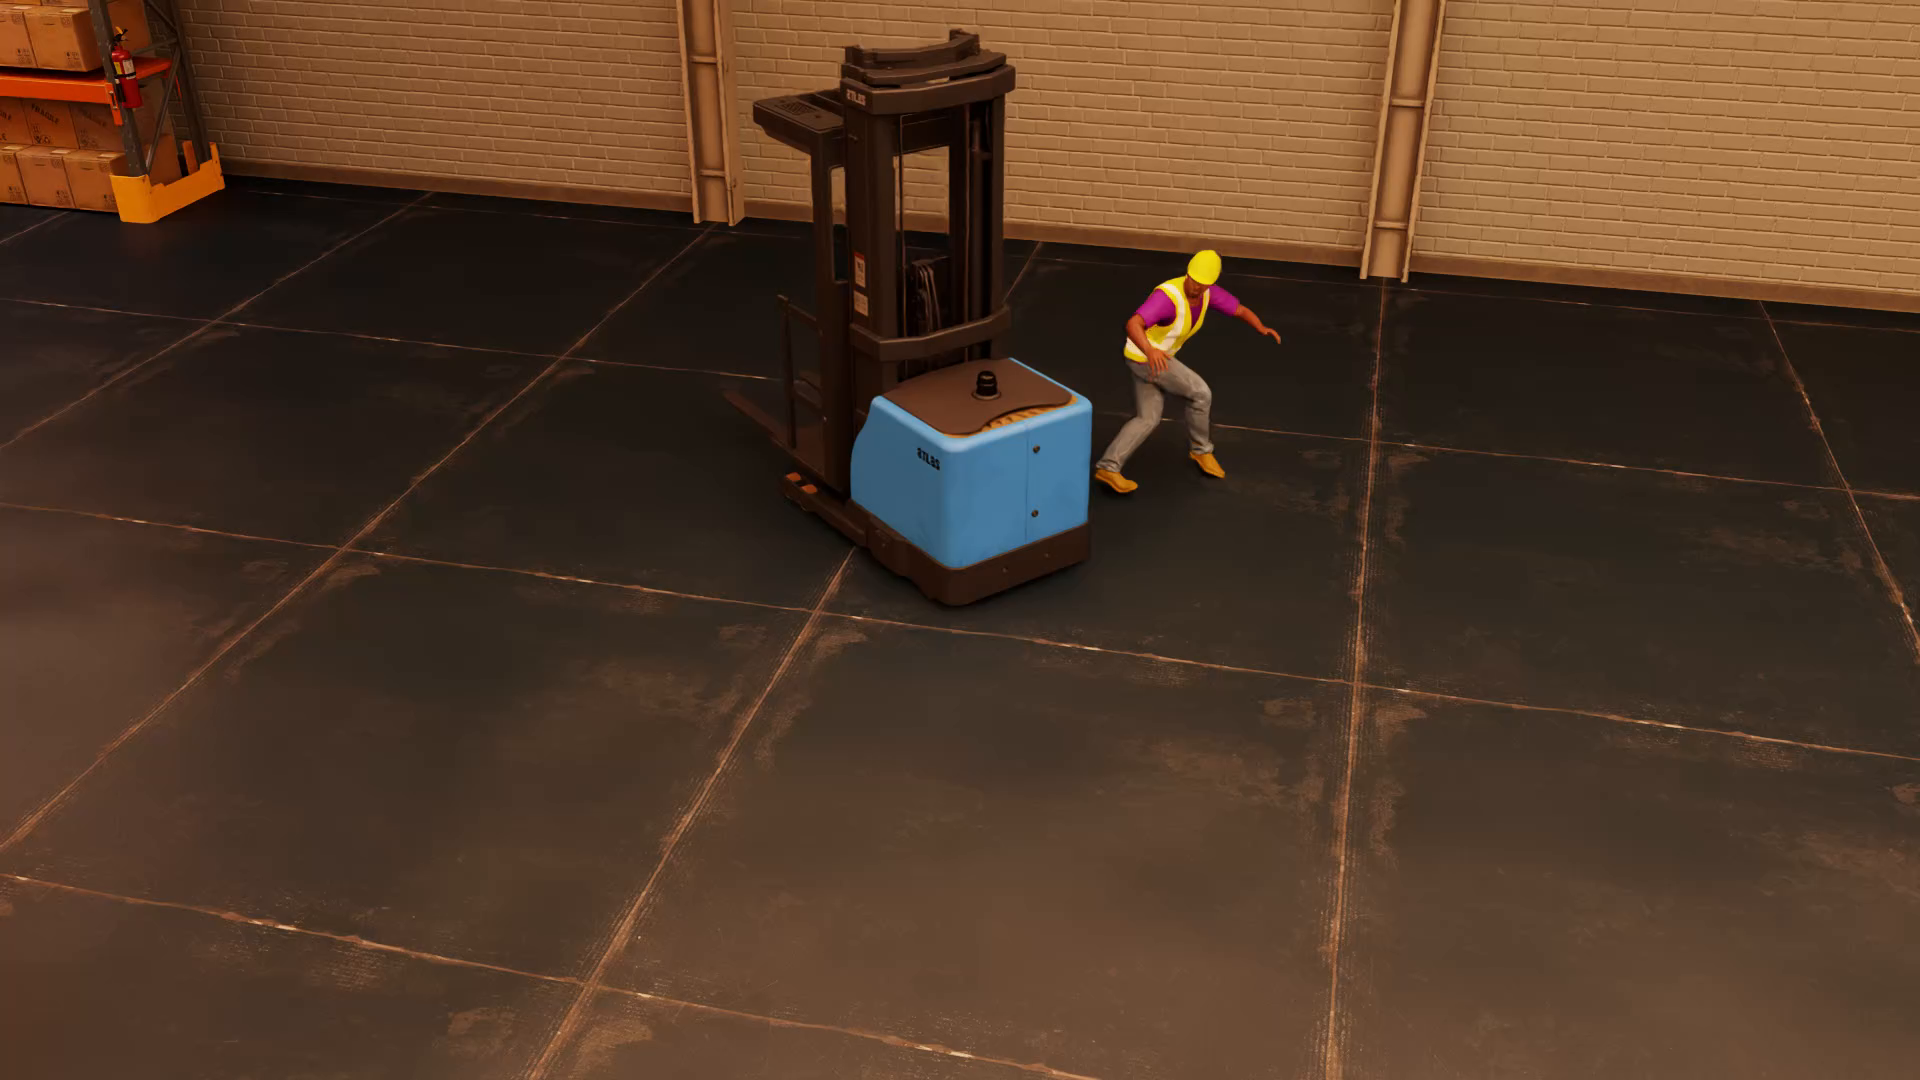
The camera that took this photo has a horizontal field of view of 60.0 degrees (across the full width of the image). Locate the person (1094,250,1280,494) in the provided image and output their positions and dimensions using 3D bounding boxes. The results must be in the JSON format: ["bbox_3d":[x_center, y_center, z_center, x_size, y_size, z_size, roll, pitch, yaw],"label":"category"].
[{"bbox_3d":[1.446,-1.051,10.467,1.039,1.531,1.012,9,31,15],"label":"person"}]

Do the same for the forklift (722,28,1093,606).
[{"bbox_3d":[-0.496,-1.580,9.959,1.130,2.935,3.031,-19,35,-30],"label":"forklift"}]
